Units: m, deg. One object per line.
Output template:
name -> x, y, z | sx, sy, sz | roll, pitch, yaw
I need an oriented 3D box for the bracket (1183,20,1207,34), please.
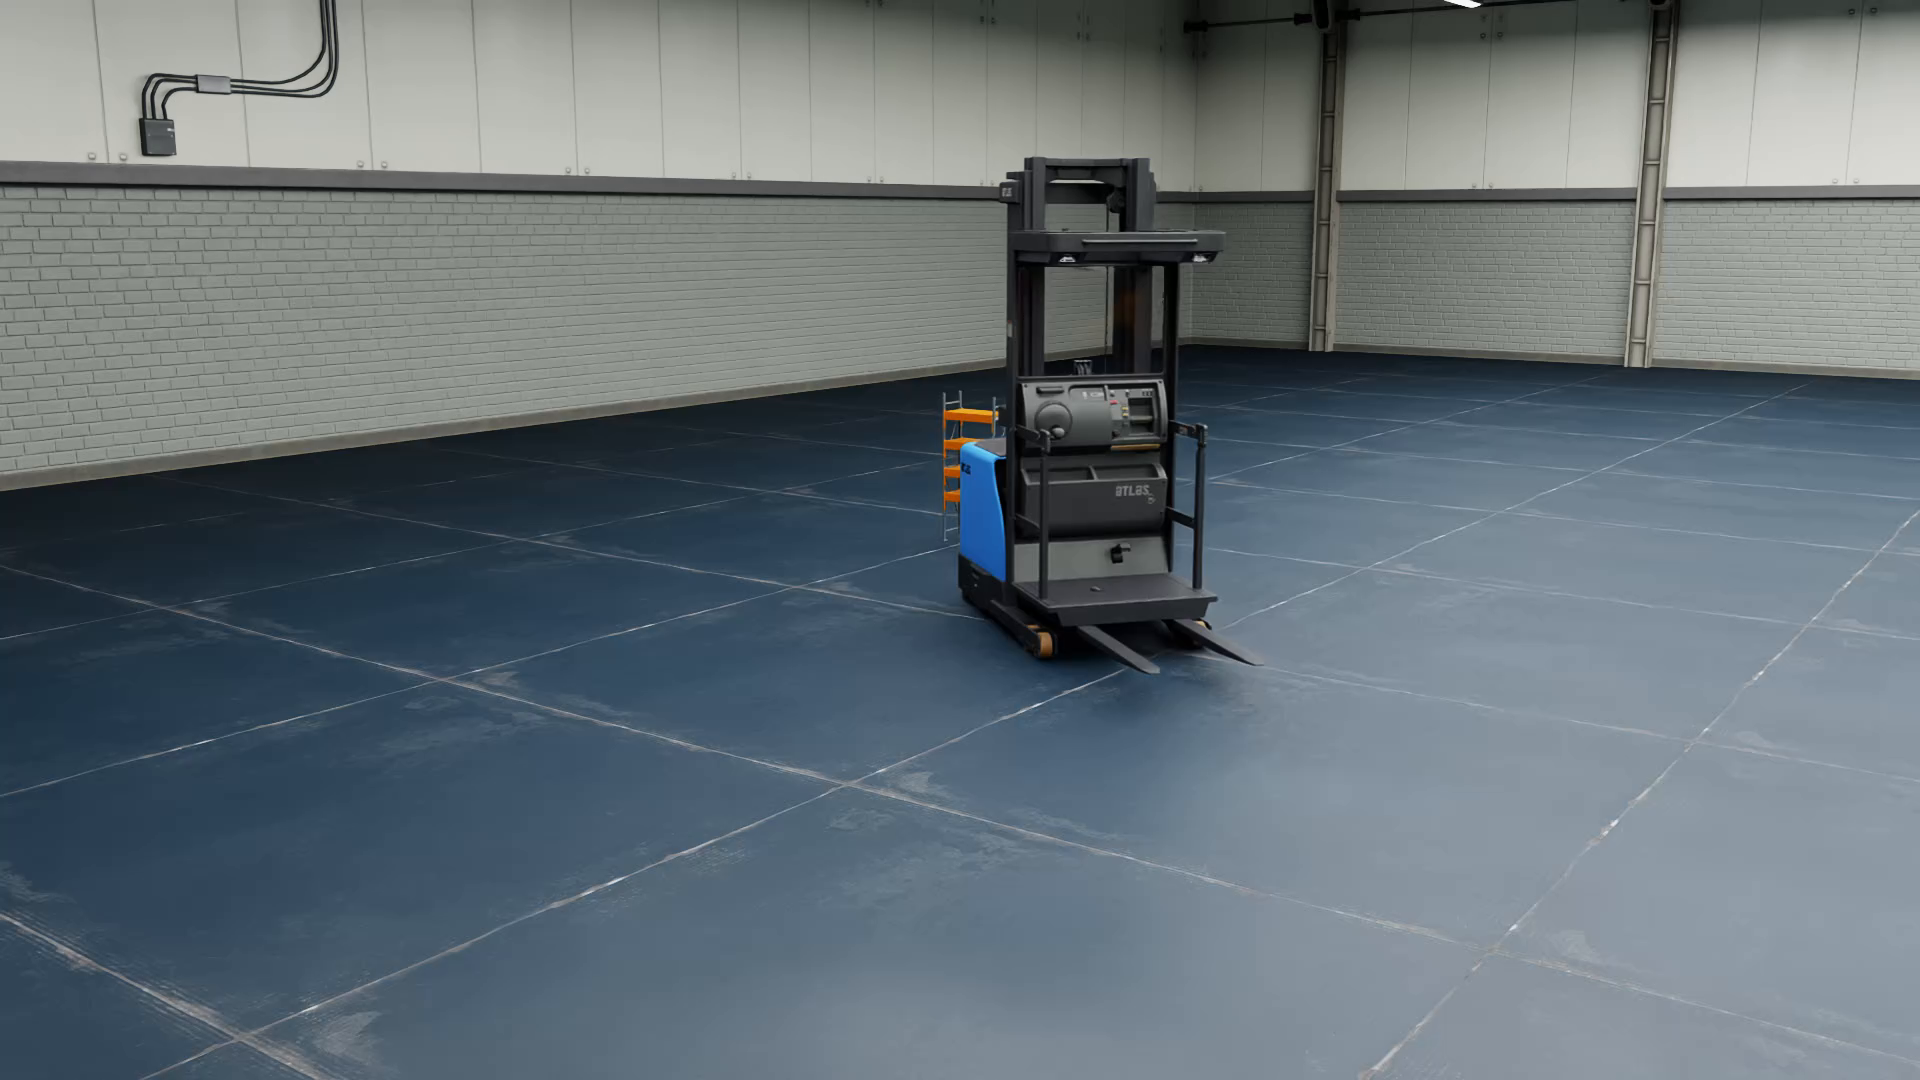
bracket -> 4.675, -10.180, 32.982 | 0.430, 0.232, 0.235 | 8, 13, 36

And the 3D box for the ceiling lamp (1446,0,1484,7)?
ceiling lamp -> 7.308, -9.826, 25.261 | 0.800, 3.185, 2.000 | 8, 13, 36

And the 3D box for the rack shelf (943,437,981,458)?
rack shelf -> 0.133, -0.724, 13.290 | 0.480, 0.148, 0.258 | 8, 13, 36

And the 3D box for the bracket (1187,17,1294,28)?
bracket -> 5.151, -10.114, 32.639 | 3.189, 0.066, 0.076 | 8, 13, 36

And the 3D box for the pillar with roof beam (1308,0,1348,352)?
pillar with roof beam -> 4.582, -7.495, 28.580 | 0.548, 9.000, 9.100 | 8, 13, 36

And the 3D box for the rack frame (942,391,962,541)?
rack frame -> -0.063, -0.598, 13.461 | 0.015, 1.200, 0.240 | 8, 13, 36

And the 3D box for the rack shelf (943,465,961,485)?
rack shelf -> 0.133, -0.504, 13.332 | 0.480, 0.148, 0.258 | 8, 13, 36

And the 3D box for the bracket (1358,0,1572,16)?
bracket -> 9.331, -9.531, 29.625 | 4.783, 0.066, 0.076 | 8, 13, 36

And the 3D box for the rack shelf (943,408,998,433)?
rack shelf -> 0.133, -0.956, 13.245 | 0.480, 0.148, 0.258 | 8, 13, 36

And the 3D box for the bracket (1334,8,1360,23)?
bracket -> 7.254, -9.820, 31.122 | 0.430, 0.232, 0.235 | 8, 13, 36

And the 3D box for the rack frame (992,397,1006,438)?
rack frame -> 0.330, -0.543, 13.178 | 0.015, 1.200, 0.240 | 8, 13, 36

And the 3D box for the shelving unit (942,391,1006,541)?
shelving unit -> 0.133, -0.570, 13.320 | 0.503, 1.200, 0.258 | 8, 13, 36

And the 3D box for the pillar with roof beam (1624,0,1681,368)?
pillar with roof beam -> 9.418, -6.820, 25.093 | 0.548, 9.000, 9.100 | 8, 13, 36

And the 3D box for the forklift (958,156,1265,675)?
forklift -> 0.891, -0.813, 10.016 | 1.130, 2.935, 3.031 | -3, 11, -16

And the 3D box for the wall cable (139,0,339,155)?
wall cable -> -7.475, -6.987, 16.998 | 0.169, 6.003, 2.305 | 8, 13, 36

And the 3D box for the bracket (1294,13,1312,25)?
bracket -> 6.585, -9.914, 31.605 | 0.430, 0.232, 0.235 | 8, 13, 36

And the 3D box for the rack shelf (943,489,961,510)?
rack shelf -> 0.133, -0.309, 13.370 | 0.480, 0.148, 0.258 | 8, 13, 36
